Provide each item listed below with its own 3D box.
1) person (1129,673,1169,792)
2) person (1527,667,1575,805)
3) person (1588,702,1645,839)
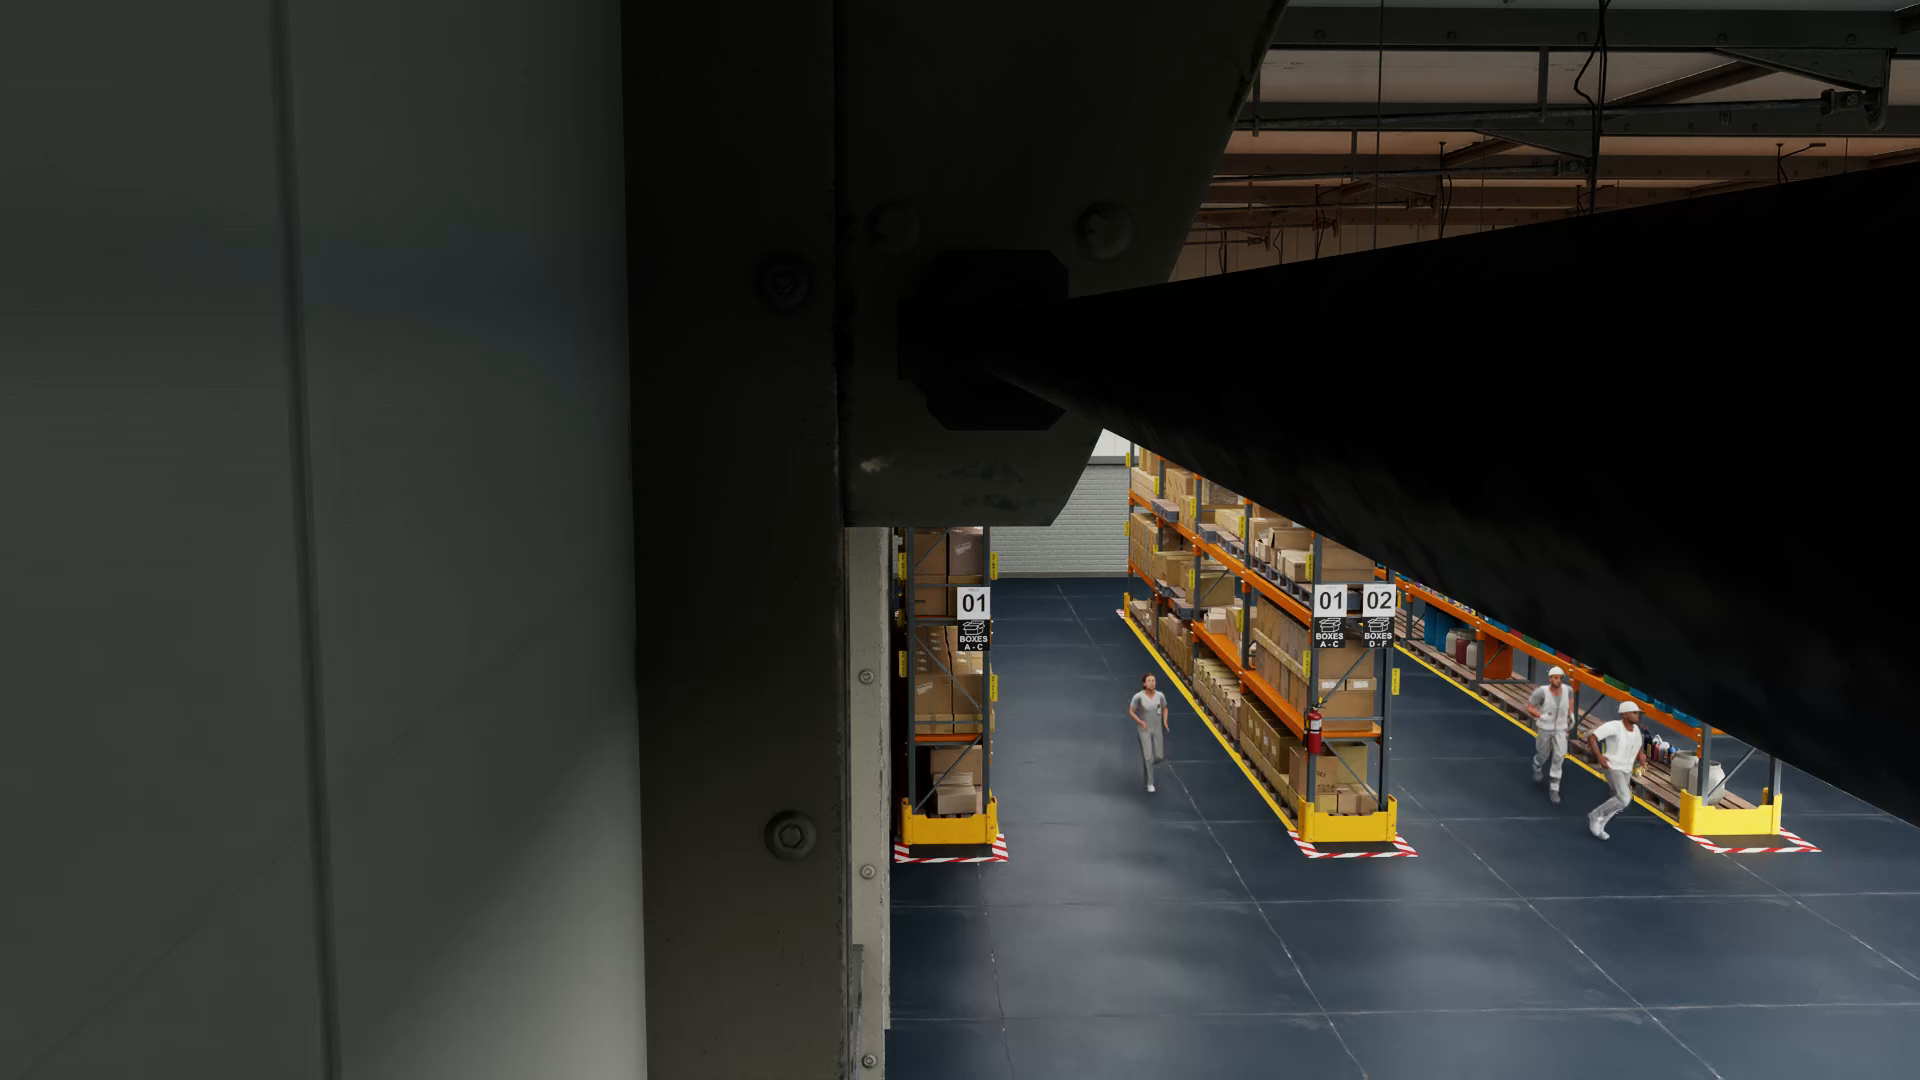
[{"bbox_3d":[2.587,2.618,22.832,0.549,1.630,0.572,-1,7,-9],"label":"person"},{"bbox_3d":[7.987,2.569,22.482,0.687,1.787,1.054,0,7,2],"label":"person"},{"bbox_3d":[8.201,2.851,20.639,0.720,1.704,0.571,-5,9,-33],"label":"person"}]
